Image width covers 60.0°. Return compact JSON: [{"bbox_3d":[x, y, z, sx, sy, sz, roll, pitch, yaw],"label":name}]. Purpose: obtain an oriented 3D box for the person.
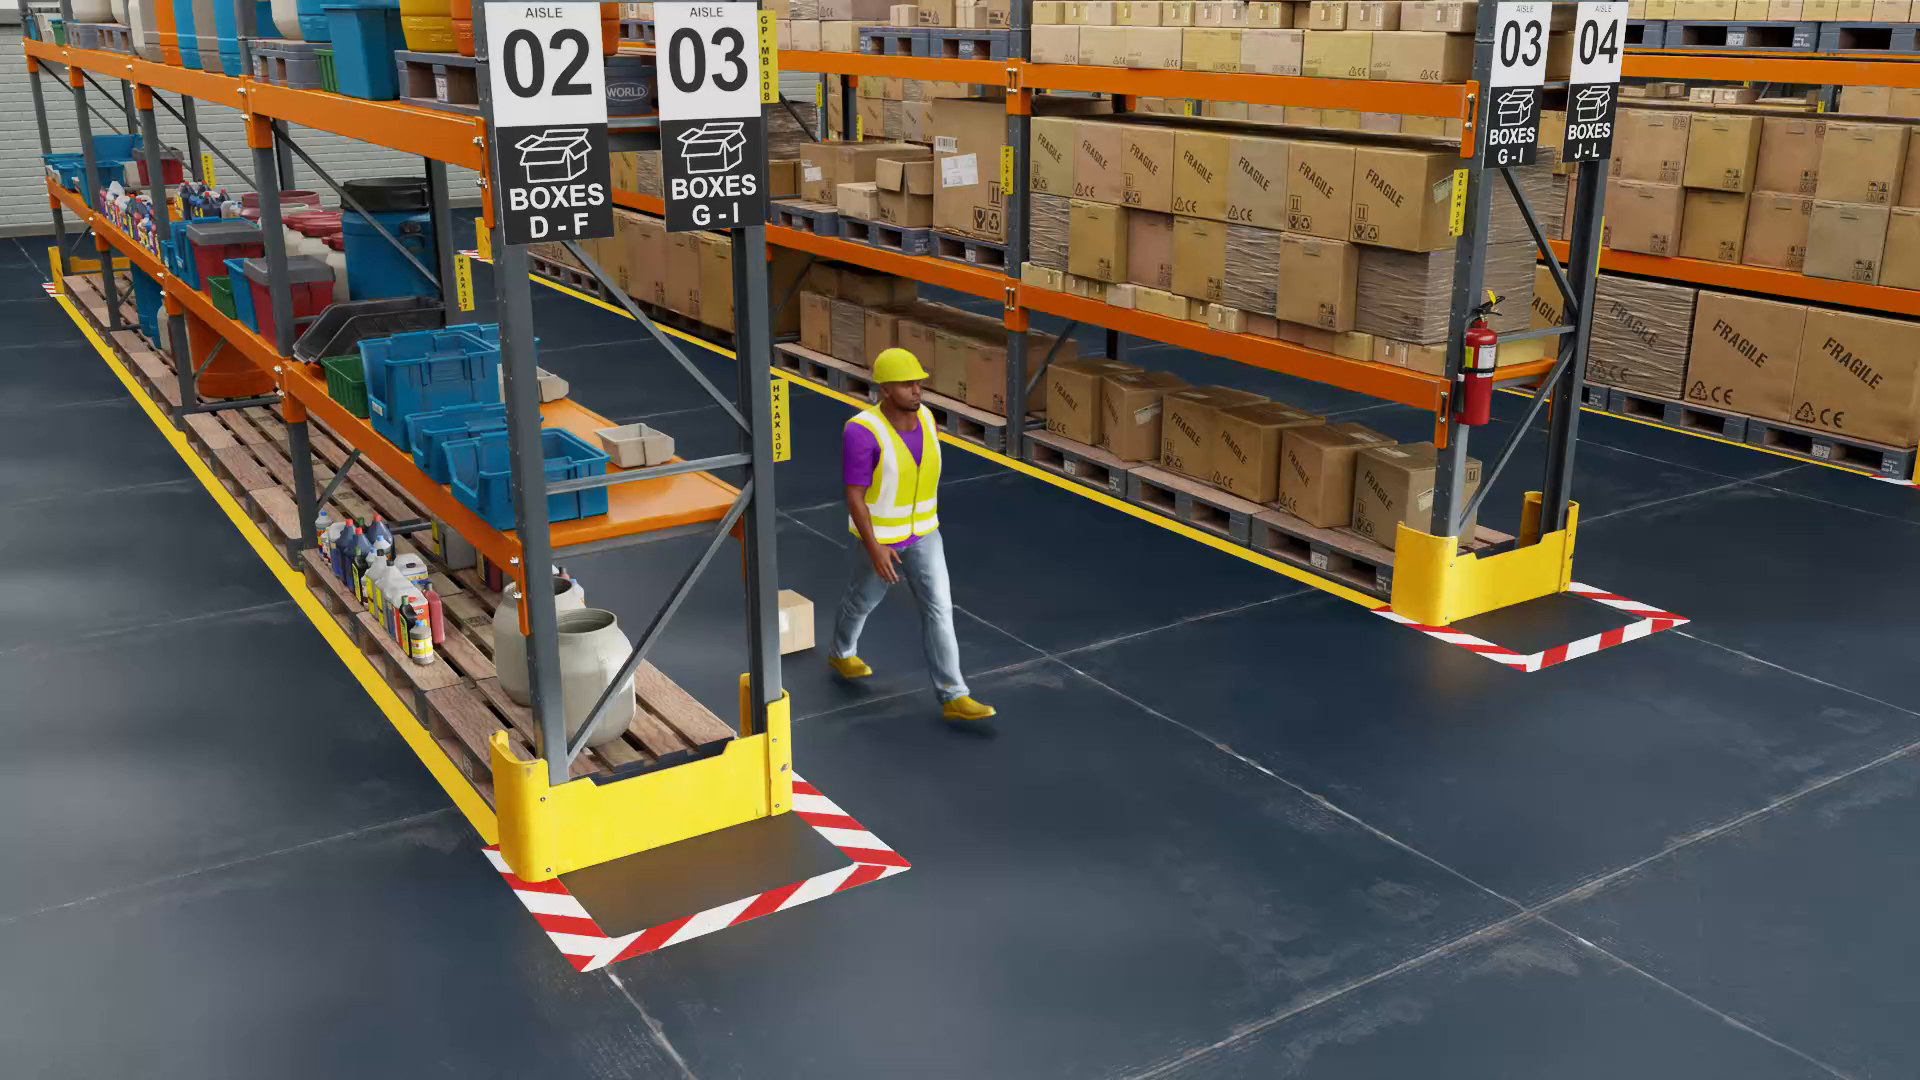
[{"bbox_3d":[-0.281,-0.039,7.658,0.567,1.707,1.086,-13,22,-34],"label":"person"}]
